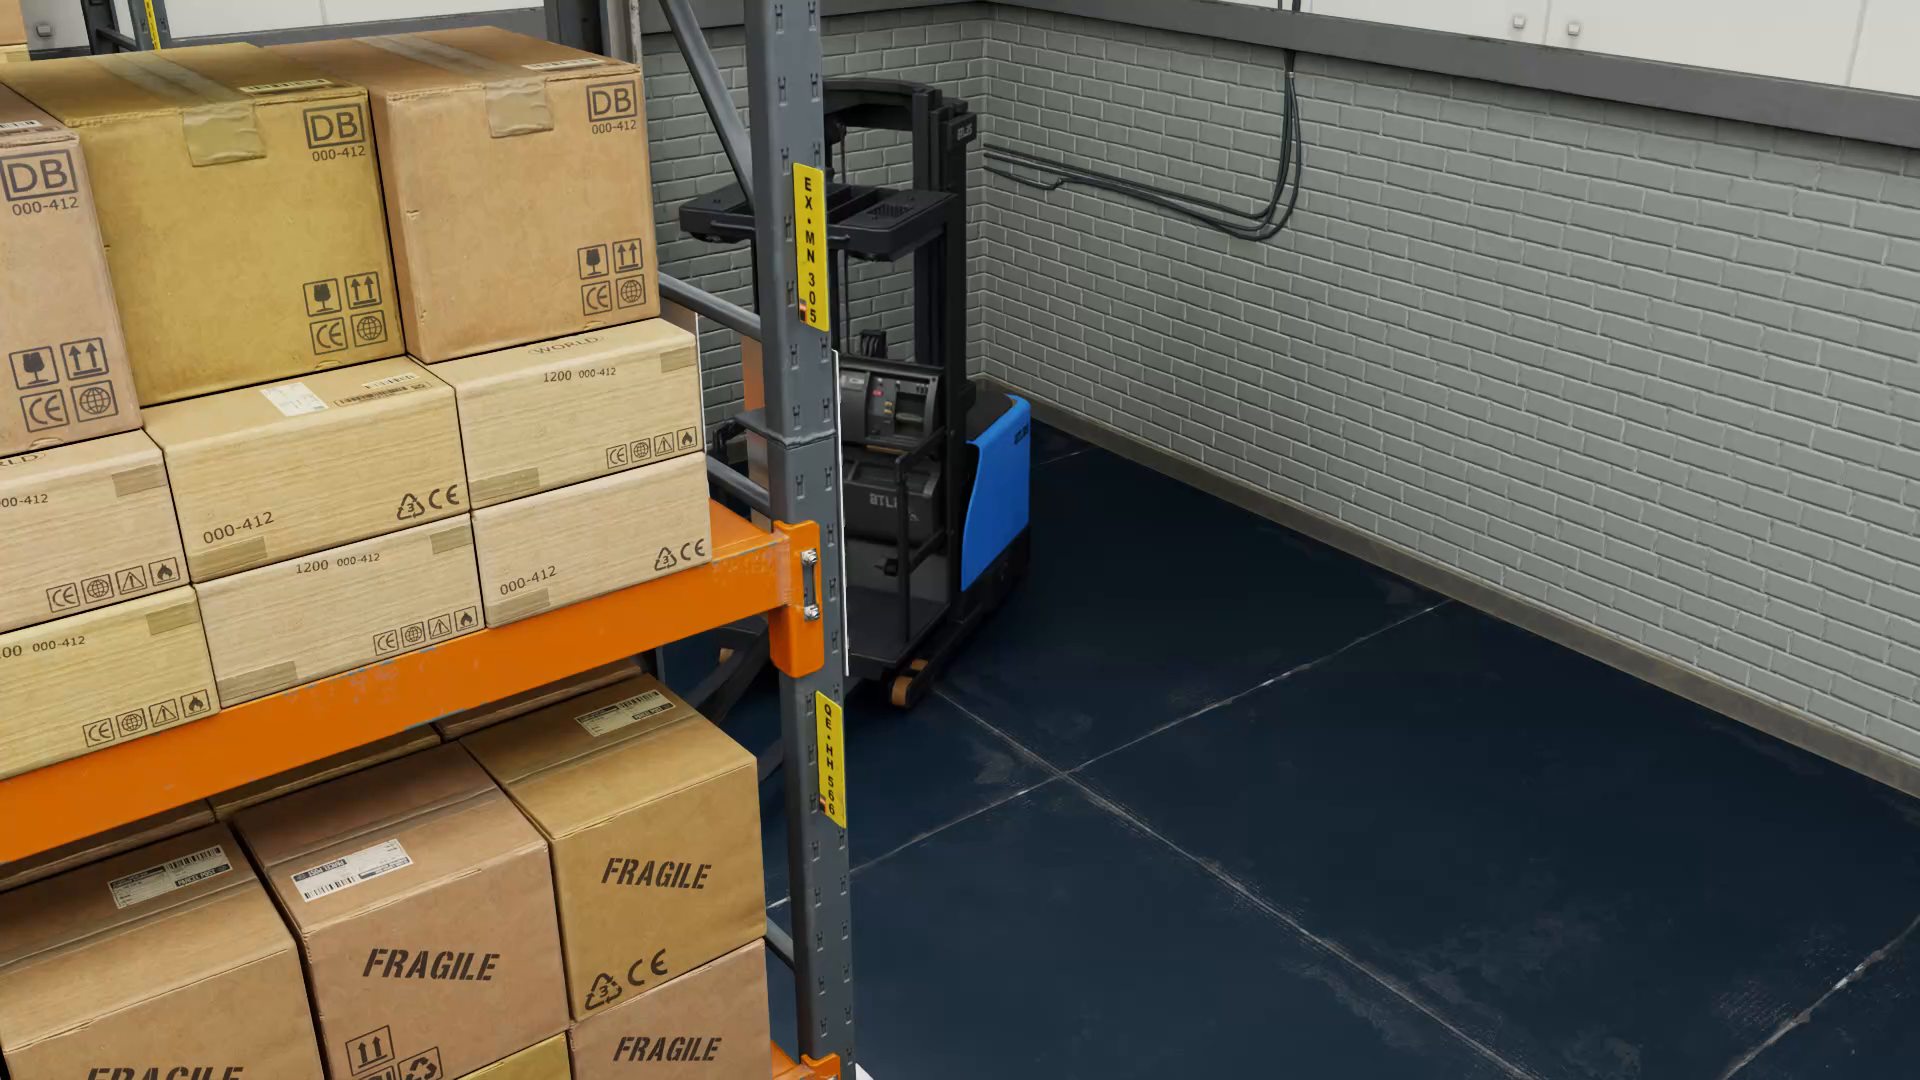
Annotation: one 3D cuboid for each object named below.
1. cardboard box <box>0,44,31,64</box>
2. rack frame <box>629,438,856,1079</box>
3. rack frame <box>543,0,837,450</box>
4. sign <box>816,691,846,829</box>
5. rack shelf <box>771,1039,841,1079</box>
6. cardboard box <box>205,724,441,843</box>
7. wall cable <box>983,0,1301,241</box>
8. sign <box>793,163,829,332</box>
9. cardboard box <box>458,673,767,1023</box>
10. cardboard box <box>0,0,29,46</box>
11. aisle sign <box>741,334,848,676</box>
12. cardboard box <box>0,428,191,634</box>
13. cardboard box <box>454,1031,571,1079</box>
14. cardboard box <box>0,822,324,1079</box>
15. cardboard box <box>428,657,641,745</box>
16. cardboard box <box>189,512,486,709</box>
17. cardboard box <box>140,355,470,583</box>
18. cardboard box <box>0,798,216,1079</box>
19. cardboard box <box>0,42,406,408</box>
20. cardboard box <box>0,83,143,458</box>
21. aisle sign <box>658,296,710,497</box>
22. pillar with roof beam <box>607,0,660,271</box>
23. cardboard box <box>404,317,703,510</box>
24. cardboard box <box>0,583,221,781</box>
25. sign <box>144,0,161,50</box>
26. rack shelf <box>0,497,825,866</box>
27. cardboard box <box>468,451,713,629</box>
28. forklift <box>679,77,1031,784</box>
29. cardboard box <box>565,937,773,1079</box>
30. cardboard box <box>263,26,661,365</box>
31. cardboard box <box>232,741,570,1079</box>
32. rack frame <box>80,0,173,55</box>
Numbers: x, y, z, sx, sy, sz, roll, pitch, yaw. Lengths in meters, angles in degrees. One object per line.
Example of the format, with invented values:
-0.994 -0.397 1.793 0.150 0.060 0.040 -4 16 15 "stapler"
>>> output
-4.097 -1.902 6.782 0.500 0.250 0.500 -17 30 -33 "cardboard box"
-0.625 0.988 4.557 0.127 3.000 1.000 -18 31 -34 "rack frame"
-0.625 -1.733 3.294 0.127 3.000 1.000 -18 31 -34 "rack frame"
-0.298 0.509 3.839 0.005 0.325 0.100 -18 31 -34 "sign"
-2.199 1.834 3.589 4.000 0.370 1.077 -18 31 -34 "rack shelf"
-1.543 0.656 3.967 0.500 0.500 0.500 -18 30 -34 "cardboard box"
0.987 -3.315 10.392 0.112 2.526 3.097 -18 31 -34 "wall cable"
-0.298 -0.585 3.332 0.005 0.325 0.100 -18 31 -34 "sign"
-0.805 0.696 3.880 0.500 0.500 0.500 -19 31 -34 "cardboard box"
-4.092 -2.240 6.619 0.500 0.500 0.500 -18 31 -34 "cardboard box"
-0.382 -0.107 3.829 0.004 0.787 0.394 -18 31 -34 "aisle sign"
-1.661 -0.054 2.825 0.500 0.250 0.500 -18 31 -34 "cardboard box"
-1.215 1.286 3.798 0.500 0.500 0.500 -18 30 -34 "cardboard box"
-1.607 0.964 3.303 0.500 0.500 0.500 -17 30 -33 "cardboard box"
-1.137 0.517 4.265 0.500 0.500 0.500 -17 30 -33 "cardboard box"
-1.267 0.043 3.209 0.500 0.250 0.500 -18 31 -34 "cardboard box"
-1.265 -0.183 3.102 0.500 0.250 0.500 -18 31 -34 "cardboard box"
-1.940 0.784 3.691 0.500 0.500 0.500 -18 30 -33 "cardboard box"
-1.465 -0.630 3.175 0.500 0.500 0.700 -18 31 -34 "cardboard box"
-1.792 -0.465 2.819 0.500 0.500 0.700 -18 31 -34 "cardboard box"
-0.752 -0.306 4.258 0.004 0.787 0.394 -18 31 -34 "aisle sign"
0.563 -2.935 5.884 0.400 9.000 9.100 -18 31 -34 "pillar with roof beam"
-0.872 -0.313 3.382 0.500 0.250 0.500 -18 31 -34 "cardboard box"
-1.652 0.177 2.920 0.500 0.250 0.500 -18 31 -34 "cardboard box"
-3.361 -2.195 6.895 0.005 0.325 0.100 -18 31 -34 "sign"
-2.199 0.474 2.958 4.000 0.370 1.077 -18 31 -34 "rack shelf"
-0.866 -0.083 3.481 0.500 0.250 0.500 -18 31 -34 "cardboard box"
-0.627 -0.679 8.231 1.130 2.935 3.031 10 27 21 "forklift"
-0.809 1.150 4.091 0.500 0.500 0.500 -17 30 -32 "cardboard box"
-1.019 -0.732 3.395 0.500 0.500 0.700 -18 31 -34 "cardboard box"
-1.202 0.828 3.597 0.500 0.500 0.500 -17 30 -33 "cardboard box"
-3.684 -3.373 6.828 0.127 3.000 1.000 -18 31 -34 "rack frame"
